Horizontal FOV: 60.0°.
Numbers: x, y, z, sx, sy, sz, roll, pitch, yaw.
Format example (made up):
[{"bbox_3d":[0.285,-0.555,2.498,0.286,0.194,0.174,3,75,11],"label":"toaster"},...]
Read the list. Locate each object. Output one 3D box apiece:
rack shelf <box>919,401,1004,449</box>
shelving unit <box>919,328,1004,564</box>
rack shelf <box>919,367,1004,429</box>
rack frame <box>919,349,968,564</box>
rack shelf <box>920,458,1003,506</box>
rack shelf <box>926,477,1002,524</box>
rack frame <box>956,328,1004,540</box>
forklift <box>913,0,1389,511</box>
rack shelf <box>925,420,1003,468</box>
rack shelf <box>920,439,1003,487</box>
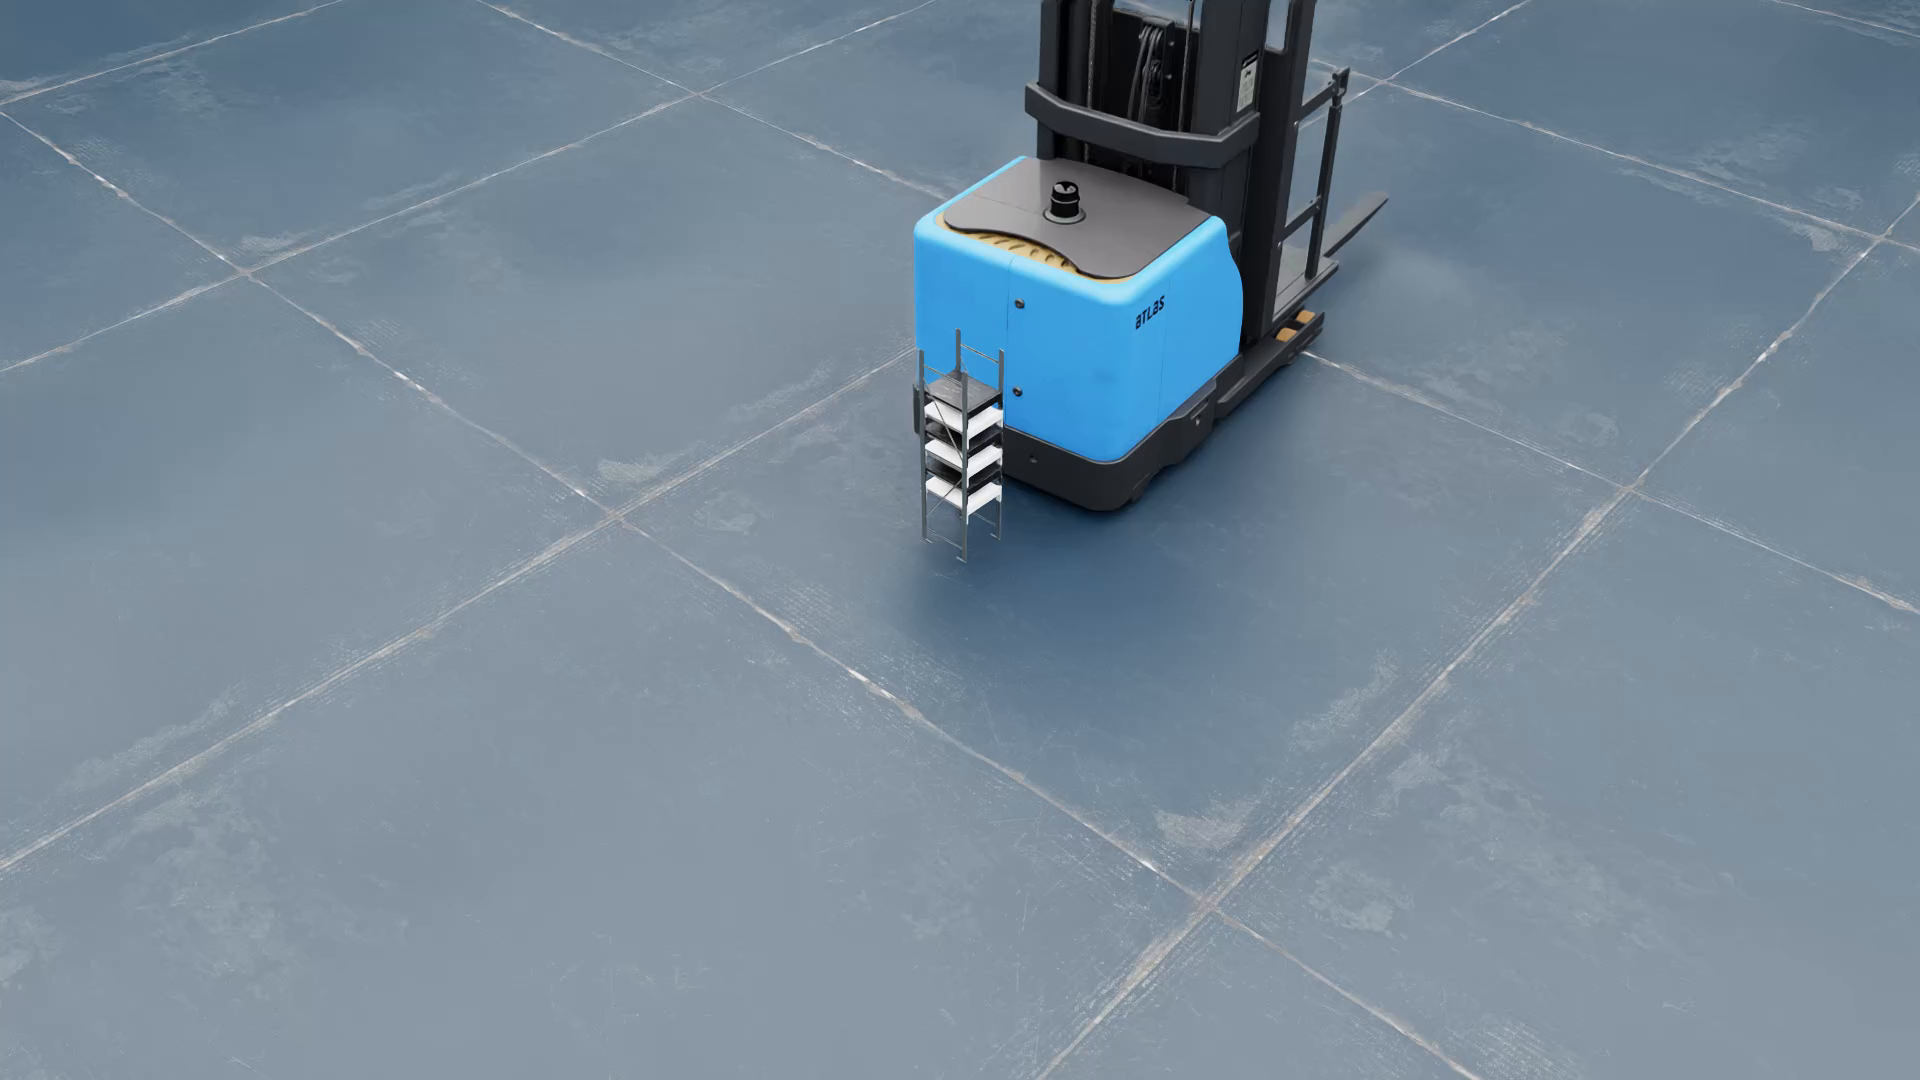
[{"bbox_3d":[0.005,-0.471,6.383,0.258,0.077,0.200,30,47,32],"label":"rack shelf"},{"bbox_3d":[0.005,-0.356,6.475,0.258,0.900,0.210,30,47,32],"label":"shelving unit"},{"bbox_3d":[0.005,-0.541,6.327,0.258,0.077,0.200,30,47,32],"label":"rack shelf"},{"bbox_3d":[-0.063,-0.309,6.416,0.240,0.900,0.006,30,47,32],"label":"rack frame"},{"bbox_3d":[0.005,-0.259,6.551,0.258,0.077,0.200,30,47,32],"label":"rack shelf"},{"bbox_3d":[0.005,-0.189,6.607,0.258,0.077,0.200,30,47,32],"label":"rack shelf"},{"bbox_3d":[0.074,-0.403,6.533,0.240,0.900,0.006,30,47,32],"label":"rack frame"},{"bbox_3d":[1.071,-2.135,7.079,1.130,2.935,3.031,24,45,27],"label":"forklift"},{"bbox_3d":[0.005,-0.400,6.439,0.258,0.077,0.200,30,47,32],"label":"rack shelf"},{"bbox_3d":[0.005,-0.330,6.495,0.258,0.077,0.200,30,47,32],"label":"rack shelf"}]
